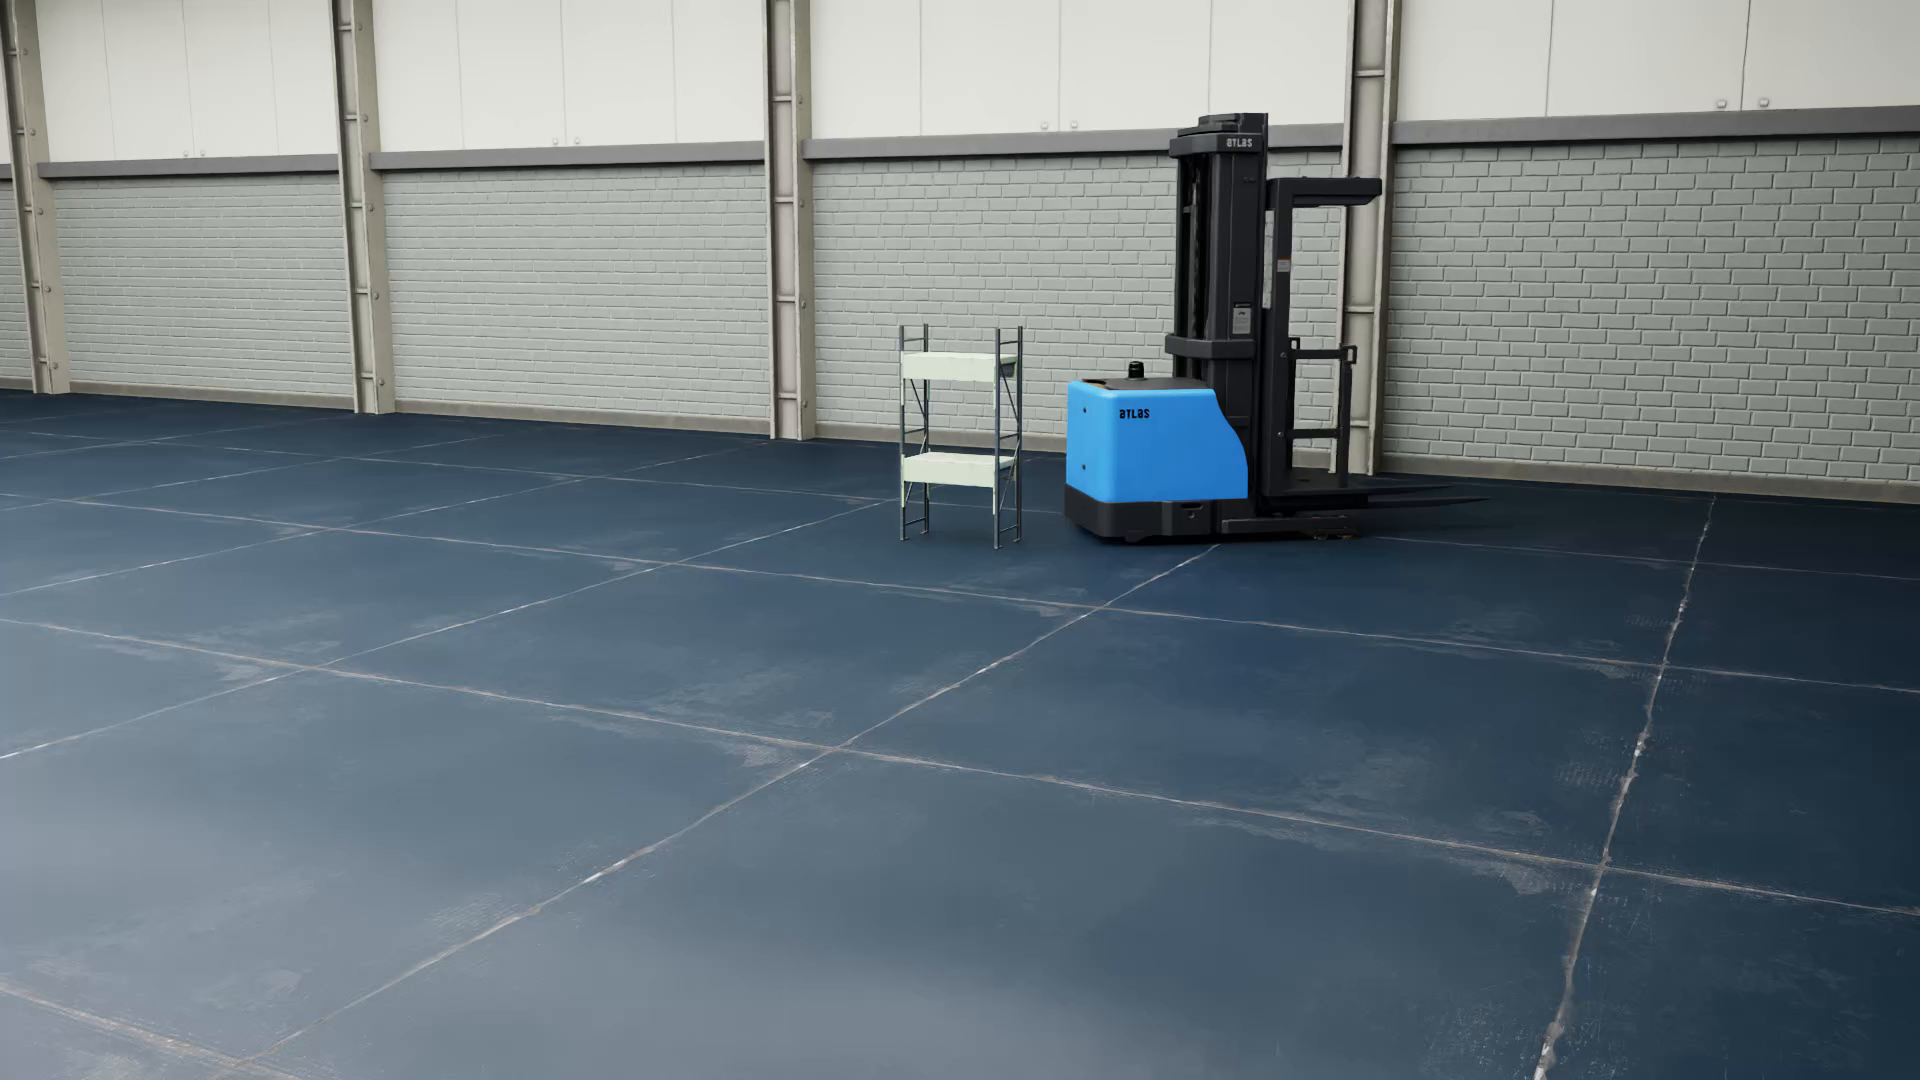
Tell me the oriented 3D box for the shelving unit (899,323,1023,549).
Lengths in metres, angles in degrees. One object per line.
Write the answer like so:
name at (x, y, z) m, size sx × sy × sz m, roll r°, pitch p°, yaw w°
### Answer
shelving unit at (0.006, -0.737, 11.594) m, size 0.755 × 1.500 × 0.431 m, roll 5°, pitch 11°, yaw 26°

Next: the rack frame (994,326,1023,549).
rack frame at (0.334, -0.709, 11.434) m, size 0.023 × 1.500 × 0.400 m, roll 5°, pitch 11°, yaw 26°

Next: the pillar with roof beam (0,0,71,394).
pillar with roof beam at (-14.445, -5.778, 18.390) m, size 0.400 × 9.000 × 9.100 m, roll 5°, pitch 11°, yaw 26°

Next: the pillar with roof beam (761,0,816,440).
pillar with roof beam at (-3.684, -4.833, 13.165) m, size 0.400 × 9.000 × 9.100 m, roll 5°, pitch 11°, yaw 26°

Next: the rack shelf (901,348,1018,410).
rack shelf at (0.006, -1.122, 11.524) m, size 0.720 × 0.370 × 0.431 m, roll 5°, pitch 11°, yaw 26°

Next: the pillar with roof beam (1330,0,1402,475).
pillar with roof beam at (1.697, -4.360, 10.553) m, size 0.400 × 9.000 × 9.100 m, roll 5°, pitch 11°, yaw 26°

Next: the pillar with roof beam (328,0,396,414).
pillar with roof beam at (-9.064, -5.306, 15.778) m, size 0.400 × 9.000 × 9.100 m, roll 5°, pitch 11°, yaw 26°

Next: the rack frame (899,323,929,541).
rack frame at (-0.322, -0.766, 11.753) m, size 0.023 × 1.500 × 0.400 m, roll 5°, pitch 11°, yaw 26°

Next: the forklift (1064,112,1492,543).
forklift at (2.343, -1.532, 11.967) m, size 3.031 × 2.935 × 1.130 m, roll -2°, pitch 10°, yaw -11°

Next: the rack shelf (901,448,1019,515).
rack shelf at (0.006, -0.417, 11.652) m, size 0.720 × 0.370 × 0.431 m, roll 5°, pitch 11°, yaw 26°
